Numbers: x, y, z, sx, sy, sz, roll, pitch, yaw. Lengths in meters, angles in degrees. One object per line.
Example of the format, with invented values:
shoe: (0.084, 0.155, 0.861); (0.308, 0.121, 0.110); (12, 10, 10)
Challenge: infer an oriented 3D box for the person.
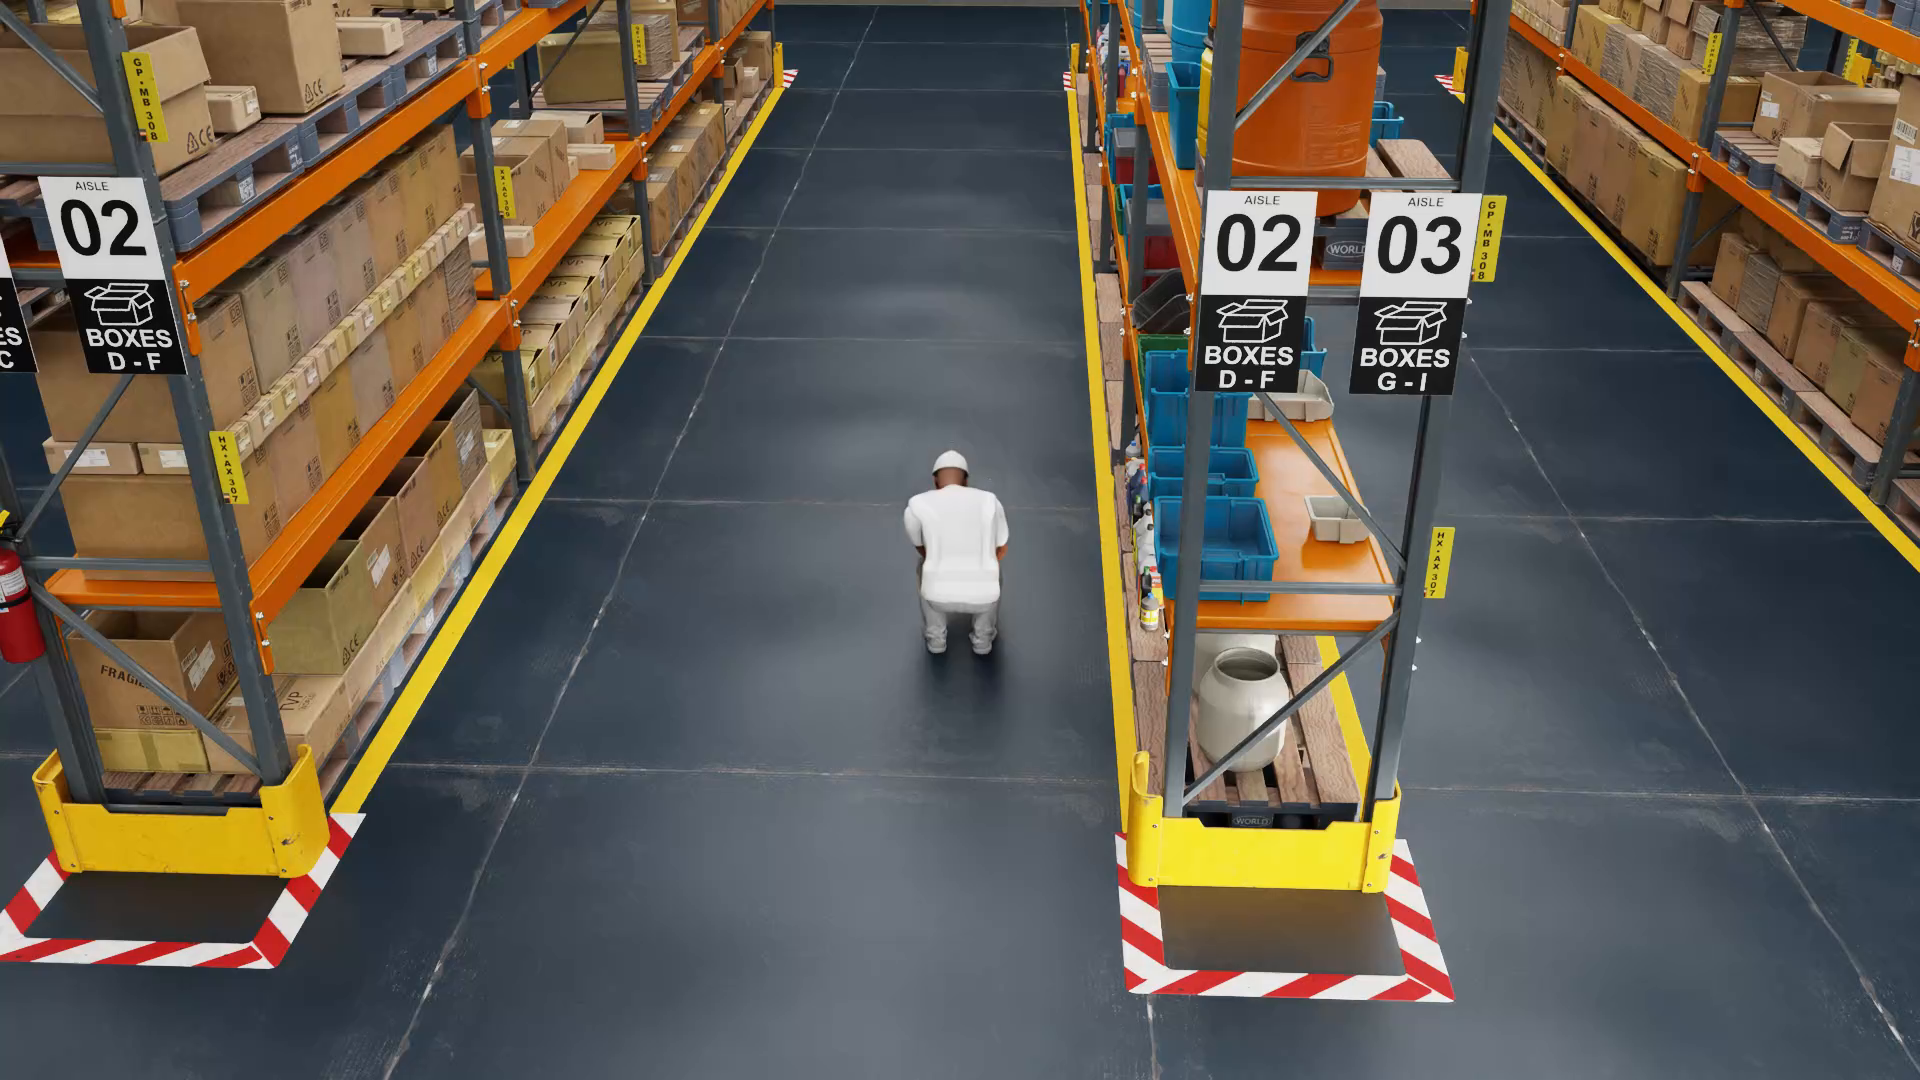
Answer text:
person: (-0.021, 0.068, 9.305); (0.585, 0.993, 0.898); (1, 28, 2)
